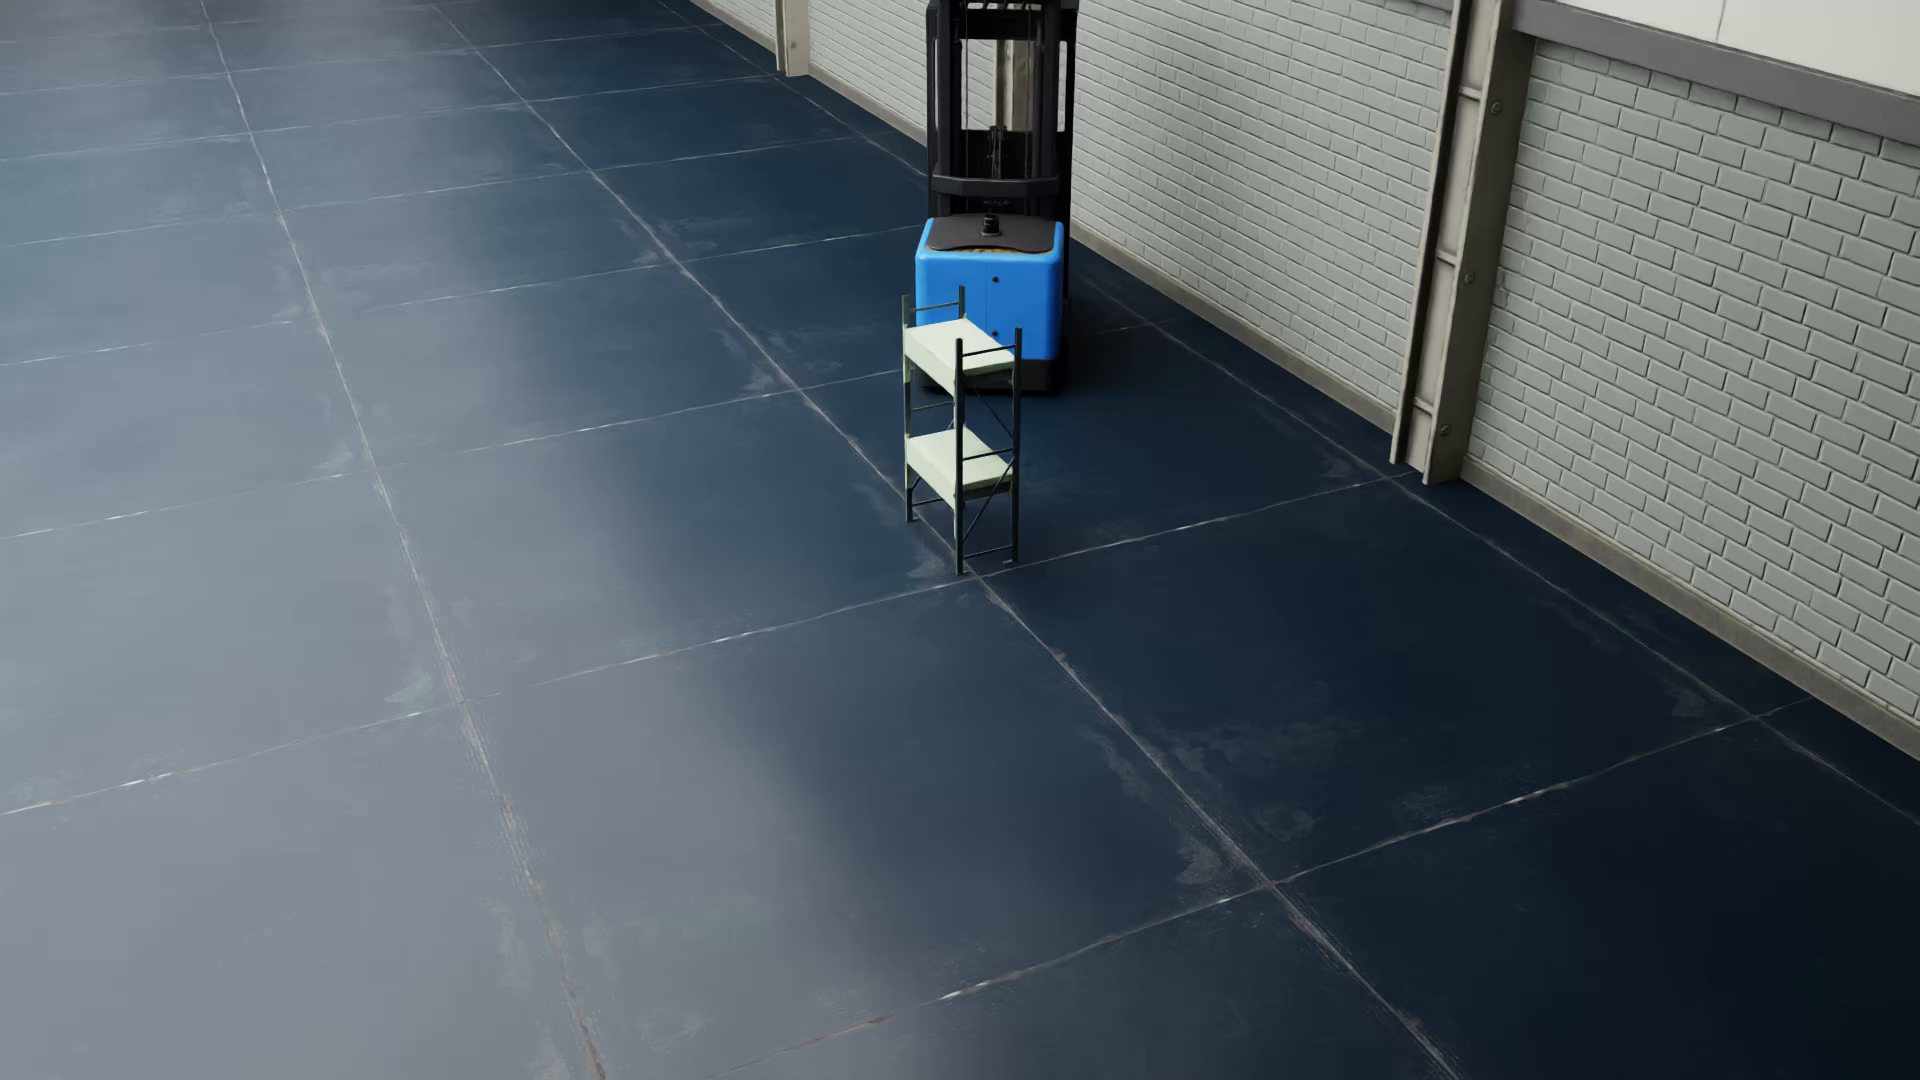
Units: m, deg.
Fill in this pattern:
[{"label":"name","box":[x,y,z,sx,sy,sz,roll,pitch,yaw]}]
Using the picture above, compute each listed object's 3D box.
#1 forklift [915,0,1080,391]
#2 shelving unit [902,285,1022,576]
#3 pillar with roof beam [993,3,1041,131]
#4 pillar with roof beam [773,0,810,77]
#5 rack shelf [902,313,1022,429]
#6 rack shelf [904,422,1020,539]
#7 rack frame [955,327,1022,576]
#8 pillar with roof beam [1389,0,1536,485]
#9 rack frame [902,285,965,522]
[{"label":"forklift","box":[0.320,-3.047,12.660,1.130,2.935,3.031,2,29,4]},{"label":"shelving unit","box":[0.003,-0.651,9.851,0.431,1.500,0.755,-13,32,-22]},{"label":"pillar with roof beam","box":[-3.360,-6.148,11.985,9.100,9.000,0.400,-13,32,-22]},{"label":"pillar with roof beam","box":[-5.936,-8.798,16.712,9.100,9.000,0.400,-13,32,-22]},{"label":"rack shelf","box":[0.003,-0.992,9.660,0.431,0.370,0.720,-13,32,-22]},{"label":"rack shelf","box":[0.003,-0.367,10.010,0.431,0.370,0.720,-13,32,-22]},{"label":"rack frame","box":[0.160,-0.490,9.562,0.400,1.500,0.023,-13,32,-22]},{"label":"pillar with roof beam","box":[-0.785,-3.497,7.259,9.100,9.000,0.400,-13,32,-22]},{"label":"rack frame","box":[-0.154,-0.813,10.139,0.400,1.500,0.023,-13,32,-22]}]
